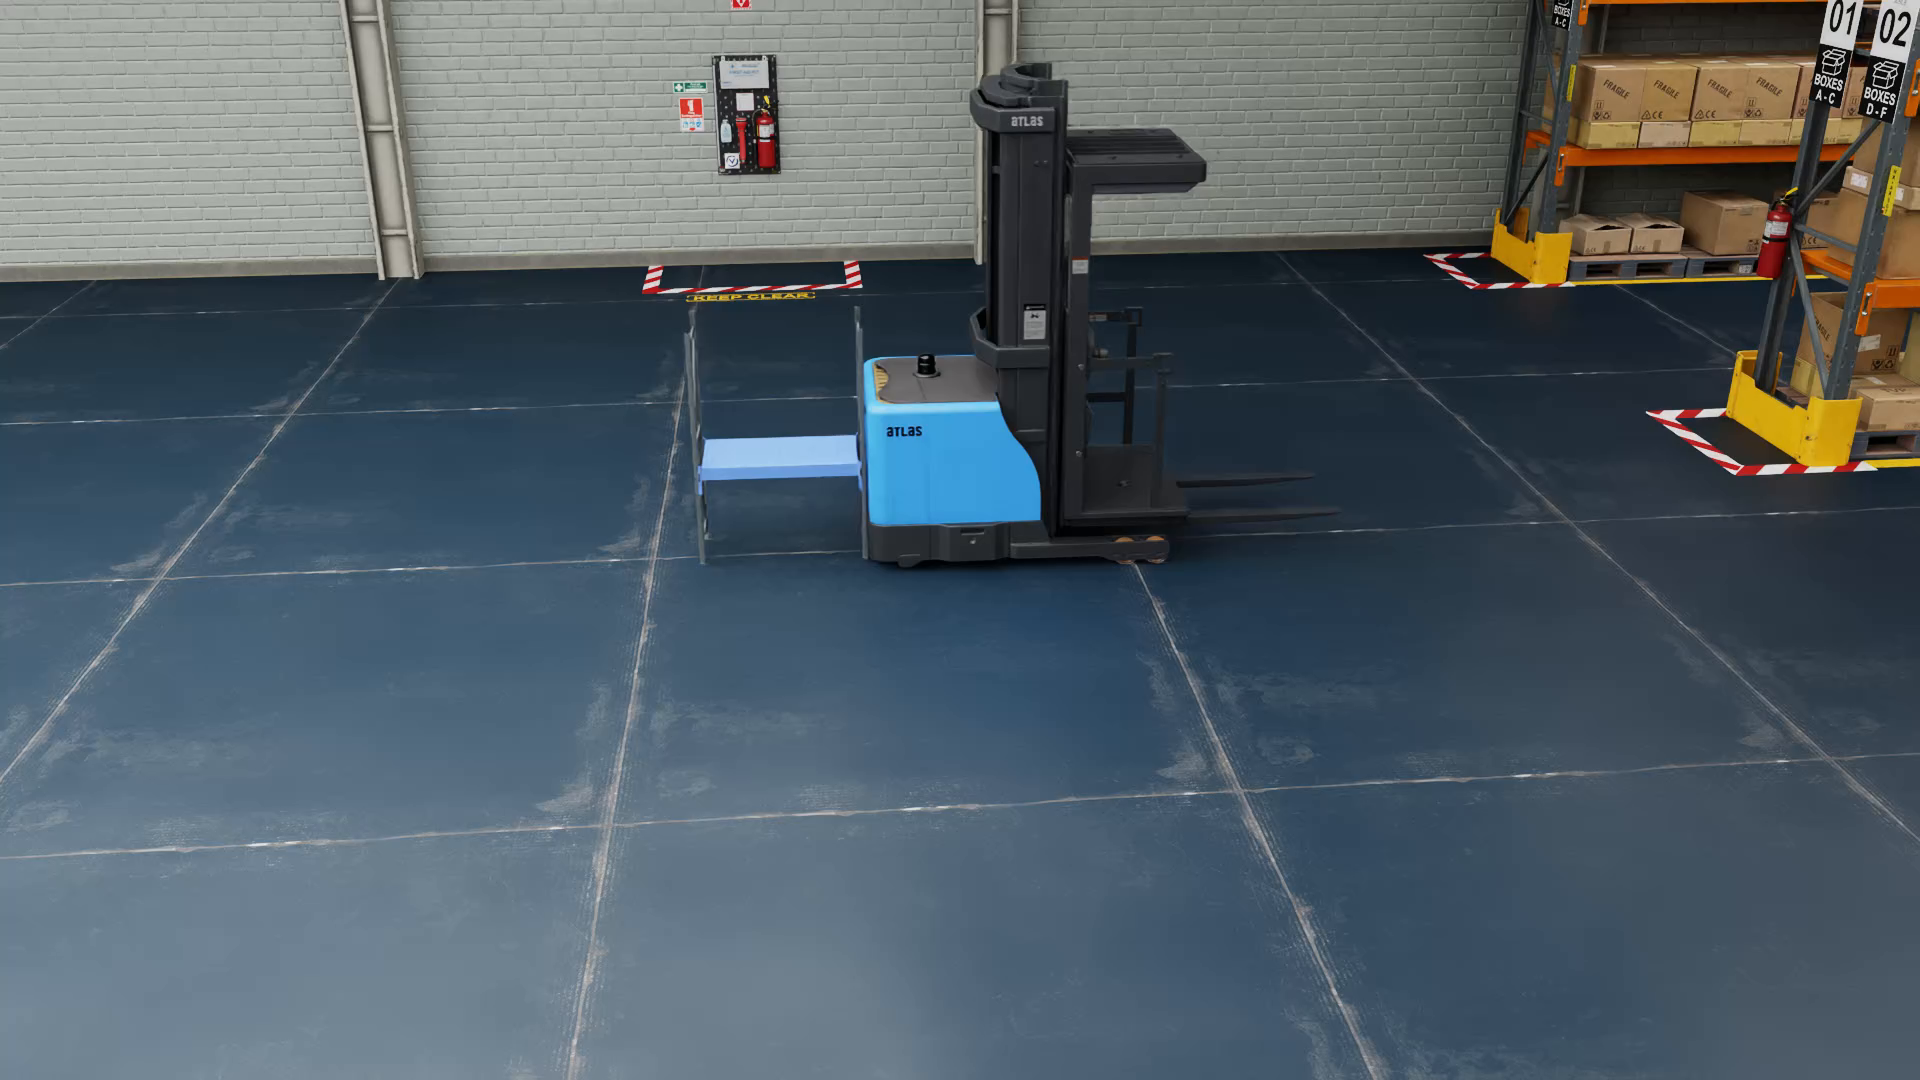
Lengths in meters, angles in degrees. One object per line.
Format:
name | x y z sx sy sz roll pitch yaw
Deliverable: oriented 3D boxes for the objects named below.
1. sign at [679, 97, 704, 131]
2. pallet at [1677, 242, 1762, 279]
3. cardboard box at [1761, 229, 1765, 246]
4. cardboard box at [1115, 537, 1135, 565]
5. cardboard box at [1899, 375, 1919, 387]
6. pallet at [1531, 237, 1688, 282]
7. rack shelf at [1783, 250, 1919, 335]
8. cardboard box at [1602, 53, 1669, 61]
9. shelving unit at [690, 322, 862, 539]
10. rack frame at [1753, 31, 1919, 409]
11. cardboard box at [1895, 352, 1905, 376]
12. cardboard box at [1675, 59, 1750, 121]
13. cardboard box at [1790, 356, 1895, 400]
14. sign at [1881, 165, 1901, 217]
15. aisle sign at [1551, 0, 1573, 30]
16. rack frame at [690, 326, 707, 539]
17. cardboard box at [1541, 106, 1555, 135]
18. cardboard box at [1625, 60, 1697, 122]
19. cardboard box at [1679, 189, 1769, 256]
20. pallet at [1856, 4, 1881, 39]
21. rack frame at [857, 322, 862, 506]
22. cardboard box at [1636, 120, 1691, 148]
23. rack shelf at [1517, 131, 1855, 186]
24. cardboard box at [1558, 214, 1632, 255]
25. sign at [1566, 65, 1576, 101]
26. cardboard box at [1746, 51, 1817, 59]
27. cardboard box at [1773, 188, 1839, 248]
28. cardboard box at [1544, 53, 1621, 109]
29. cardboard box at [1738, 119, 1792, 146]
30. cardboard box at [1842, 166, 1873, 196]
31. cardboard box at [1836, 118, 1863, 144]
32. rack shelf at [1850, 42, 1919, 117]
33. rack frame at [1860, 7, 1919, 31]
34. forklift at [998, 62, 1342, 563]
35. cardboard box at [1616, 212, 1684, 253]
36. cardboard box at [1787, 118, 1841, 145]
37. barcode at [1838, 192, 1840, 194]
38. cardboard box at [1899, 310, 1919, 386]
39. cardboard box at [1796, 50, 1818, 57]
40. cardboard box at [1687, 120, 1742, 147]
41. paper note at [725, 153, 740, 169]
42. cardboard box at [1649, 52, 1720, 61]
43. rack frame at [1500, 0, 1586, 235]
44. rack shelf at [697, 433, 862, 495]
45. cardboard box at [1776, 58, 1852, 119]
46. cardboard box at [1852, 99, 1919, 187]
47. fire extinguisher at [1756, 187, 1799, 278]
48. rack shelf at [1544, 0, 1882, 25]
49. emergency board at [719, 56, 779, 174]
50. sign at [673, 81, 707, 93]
sign | -2.668 -4.229 16.528 0.234 0.329 0.001 -2 24 -5
pallet | 7.813 -2.933 17.089 1.213 0.211 1.003 -2 24 -5
cardboard box | 8.101 -3.141 17.092 0.250 0.149 0.380 -4 24 -9
cardboard box | 1.033 0.067 10.405 0.160 0.156 0.130 -3 24 -6
cardboard box | 7.258 -1.025 12.231 0.500 0.250 0.500 -2 24 -5
pallet | 6.602 -2.886 16.982 1.213 0.211 1.003 -2 24 -5
rack shelf | 8.195 -1.888 12.189 4.000 0.370 1.077 -2 24 -5
cardboard box | 6.664 -4.543 16.514 0.500 0.500 0.500 -2 24 -4
shelving unit | -1.123 -0.646 10.356 1.030 1.308 0.538 -2 24 -4
rack frame | 6.205 -2.136 11.864 0.127 3.000 1.000 -2 24 -5
cardboard box | 7.206 -1.238 12.709 0.500 0.250 0.500 -2 24 -5
cardboard box | 7.227 -4.353 16.088 0.500 0.500 0.500 -3 24 -7
cardboard box | 6.710 -1.213 12.654 0.500 0.250 0.500 -2 24 -5
sign | 6.253 -2.344 11.166 0.005 0.325 0.100 -2 24 -5
aisle sign | 5.672 -5.202 15.561 0.004 0.787 0.394 -2 24 -5
rack frame | -1.629 -0.627 10.315 0.013 1.308 0.475 -2 24 -4
cardboard box | 6.160 -4.176 16.613 0.500 0.250 0.500 -2 24 -4
cardboard box | 6.712 -4.335 16.047 0.500 0.500 0.500 -2 24 -5
cardboard box | 7.714 -3.220 16.838 0.500 0.500 0.700 -4 24 -8
pallet | 6.911 -3.485 11.312 1.213 0.211 1.003 -2 24 -5
rack frame | -0.616 -0.663 10.394 0.013 1.308 0.475 -2 24 -4
cardboard box | 6.746 -3.997 16.209 0.500 0.250 0.500 -3 24 -7
rack shelf | 7.705 -3.890 16.694 4.000 0.370 1.077 -2 24 -5
cardboard box | 6.412 -3.102 16.805 0.500 0.311 0.500 -5 24 -11
sign | 5.768 -4.315 15.699 0.005 0.325 0.100 -2 24 -5
cardboard box | 8.195 -4.610 16.666 0.500 0.500 0.500 -2 24 -4
cardboard box | 8.666 -3.299 17.016 0.500 0.500 0.500 -4 24 -9
cardboard box | 6.162 -4.527 16.478 0.500 0.500 0.500 -3 24 -6
cardboard box | 7.757 -4.034 16.293 0.500 0.250 0.500 -2 24 -5
cardboard box | 6.566 -2.571 11.919 0.250 0.149 0.380 -3 24 -6
cardboard box | 8.757 -4.081 16.398 0.500 0.250 0.500 -2 24 -5
rack shelf | 8.195 -3.258 11.580 4.000 0.370 1.077 -2 24 -5
rack frame | 6.205 -4.878 10.645 0.127 3.000 1.000 -2 24 -5
forklift | 0.904 -1.397 10.285 3.031 2.935 1.121 -2 24 -4
cardboard box | 6.979 -3.125 16.856 0.500 0.311 0.500 0 24 -1
cardboard box | 8.258 -4.055 16.339 0.500 0.250 0.500 -2 24 -5
barcode | 9.134 -3.579 17.250 0.075 0.075 0.001 -2 24 -5
cardboard box | 7.258 -1.367 12.077 0.500 0.500 0.500 -2 24 -5
cardboard box | 8.692 -4.628 16.706 0.500 0.500 0.500 -2 24 -5
cardboard box | 7.254 -4.015 16.249 0.500 0.250 0.500 -3 24 -6
paper note | -2.291 -3.812 16.717 0.142 0.148 0.016 -2 24 -5
cardboard box | 15.270 0.065 5.669 13.577 0.889 26.022 -3 24 -7
rack frame | 5.714 -4.139 16.368 0.127 3.000 1.000 -2 24 -5
rack shelf | -1.123 -0.481 10.429 1.000 0.185 0.538 -2 24 -4
cardboard box | 8.256 -4.400 16.192 0.500 0.500 0.500 -3 24 -7
cardboard box | 6.723 -2.791 11.615 0.500 0.500 0.700 -2 24 -5
fire extinguisher | 6.042 -2.284 12.291 0.183 0.674 0.296 -2 24 -5
rack shelf | 7.705 -5.260 16.085 4.000 0.370 1.077 -2 24 -5
emergency board | -2.104 -4.193 16.491 0.636 1.158 0.192 -2 24 -5
sign | -2.663 -4.468 16.413 0.331 0.109 0.001 -2 24 -5
